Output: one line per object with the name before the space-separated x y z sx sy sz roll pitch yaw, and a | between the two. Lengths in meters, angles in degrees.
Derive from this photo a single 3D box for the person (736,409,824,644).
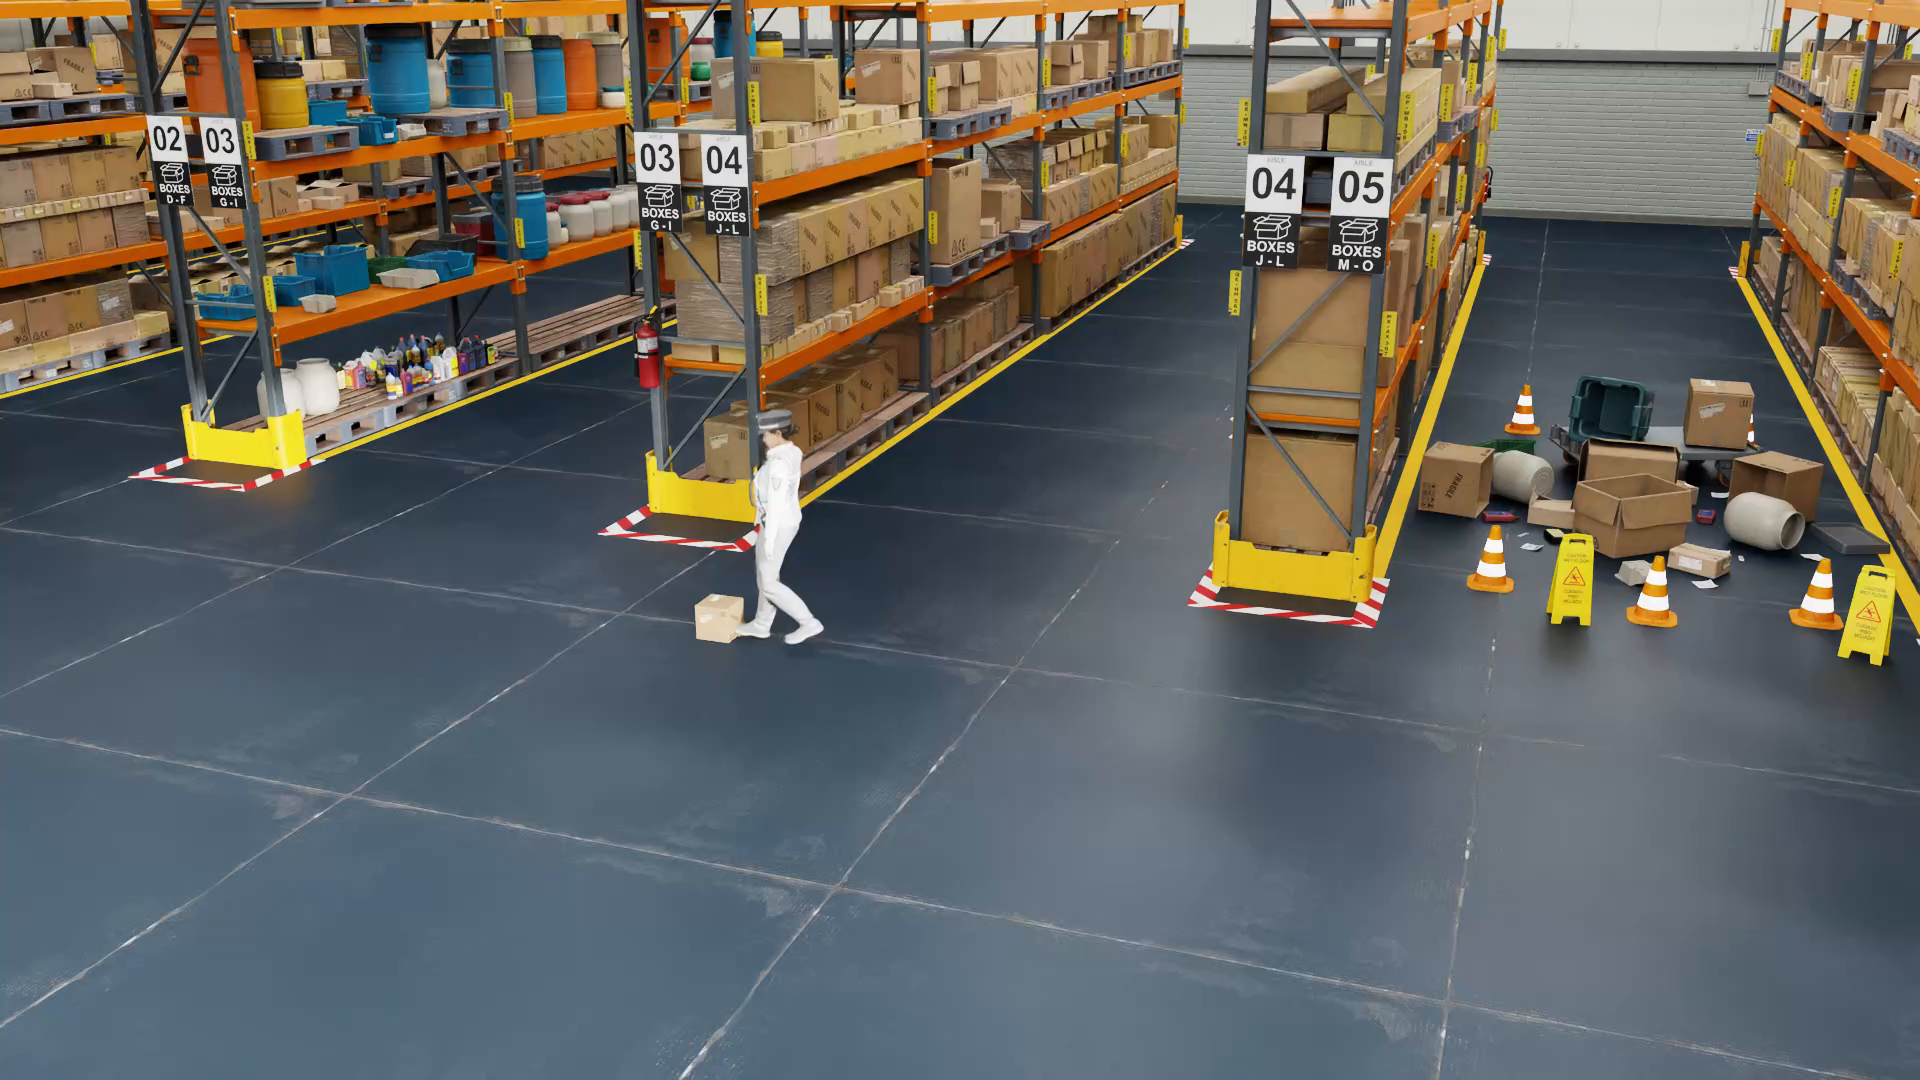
person | -1.269 -0.080 11.255 0.702 1.643 0.513 3 19 10
